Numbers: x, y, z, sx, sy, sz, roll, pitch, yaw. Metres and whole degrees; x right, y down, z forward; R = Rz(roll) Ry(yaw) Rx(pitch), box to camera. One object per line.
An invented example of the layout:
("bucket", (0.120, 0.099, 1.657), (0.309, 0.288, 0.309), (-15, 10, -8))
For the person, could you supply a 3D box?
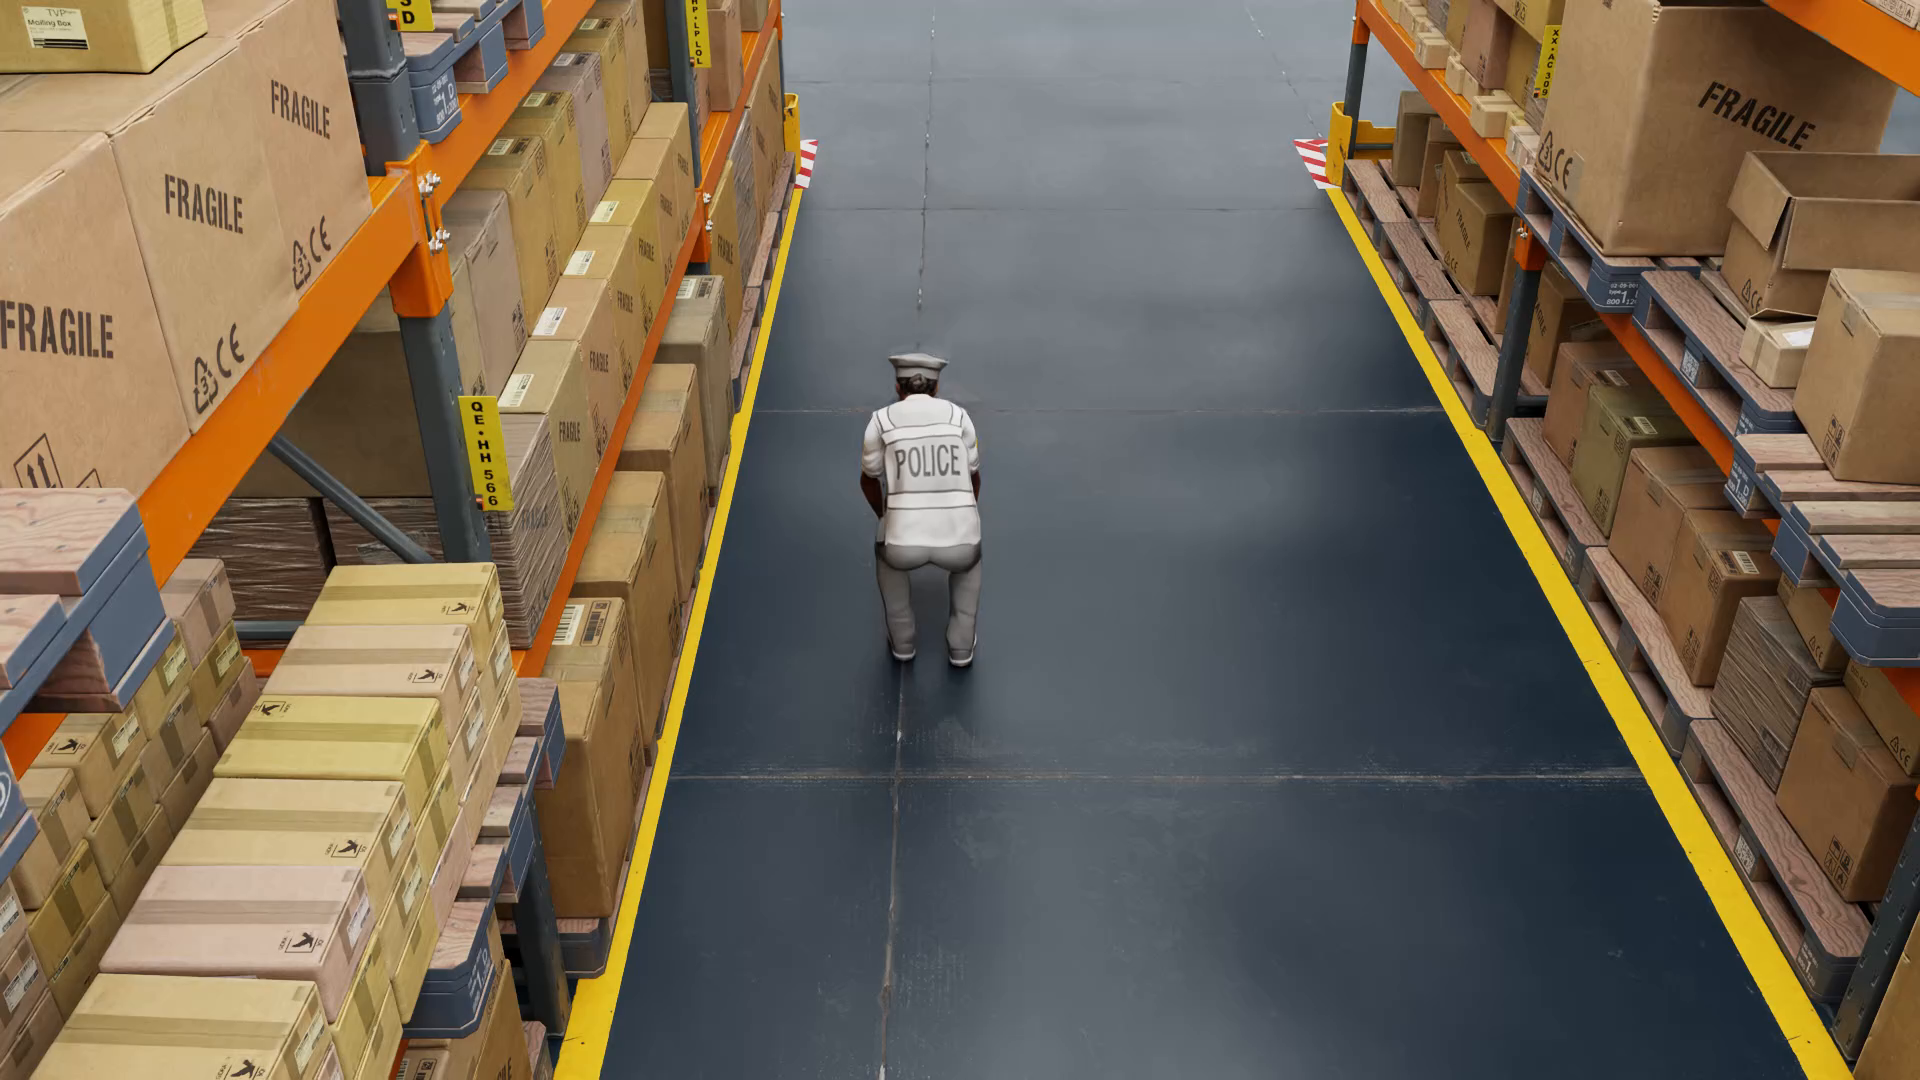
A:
("person", (-0.157, -0.103, 6.728), (0.502, 1.222, 0.787), (0, 32, 0))
